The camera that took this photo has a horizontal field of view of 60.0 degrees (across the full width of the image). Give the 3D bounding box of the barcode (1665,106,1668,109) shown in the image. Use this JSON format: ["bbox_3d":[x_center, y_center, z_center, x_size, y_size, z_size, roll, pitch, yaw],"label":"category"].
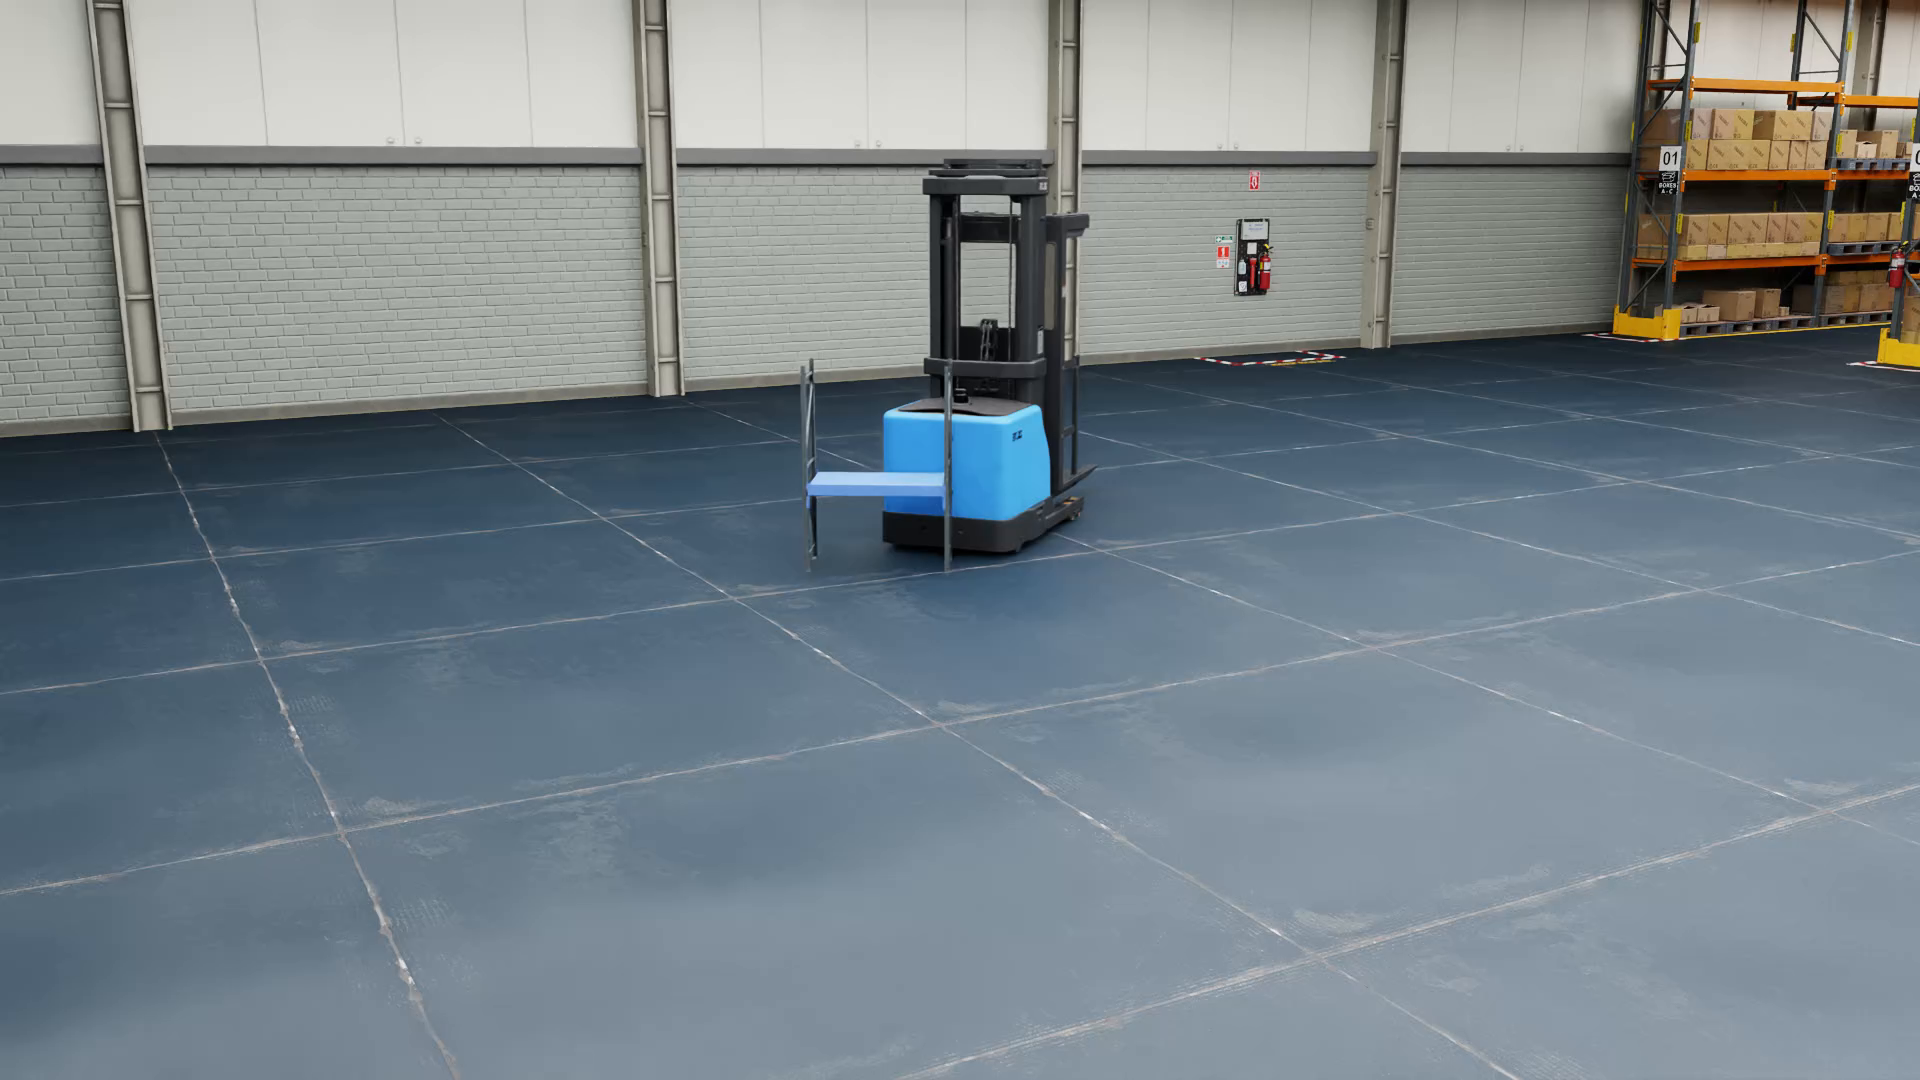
[{"bbox_3d":[12.197,-7.458,28.712,0.075,0.075,0.001,-7,14,-28],"label":"barcode"}]

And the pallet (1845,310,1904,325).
[{"bbox_3d":[17.079,-4.266,31.584,1.213,0.211,1.003,-7,14,-28],"label":"pallet"}]

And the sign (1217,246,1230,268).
[{"bbox_3d":[4.025,-4.330,25.435,0.234,0.329,0.001,-7,14,-28],"label":"sign"}]

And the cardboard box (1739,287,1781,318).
[{"bbox_3d":[14.433,-4.293,30.045,0.500,0.500,0.500,-8,15,-32],"label":"cardboard box"}]

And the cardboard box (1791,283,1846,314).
[{"bbox_3d":[15.962,-4.491,30.922,0.500,0.500,0.700,-6,14,-26],"label":"cardboard box"}]

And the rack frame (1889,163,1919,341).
[{"bbox_3d":[14.190,-4.040,24.228,0.127,3.000,1.000,-7,14,-28],"label":"rack frame"}]

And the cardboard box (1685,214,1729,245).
[{"bbox_3d":[12.815,-5.339,28.588,0.500,0.500,0.500,-7,14,-28],"label":"cardboard box"}]

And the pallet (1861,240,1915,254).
[{"bbox_3d":[17.117,-5.526,31.268,1.213,0.211,1.003,-7,14,-28],"label":"pallet"}]

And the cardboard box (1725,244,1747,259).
[{"bbox_3d":[13.293,-5.031,28.927,0.500,0.250,0.500,-7,15,-29],"label":"cardboard box"}]

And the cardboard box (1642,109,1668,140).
[{"bbox_3d":[12.067,-7.100,28.441,0.500,0.500,0.500,-6,14,-25],"label":"cardboard box"}]

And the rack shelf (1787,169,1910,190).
[{"bbox_3d":[17.080,-6.738,31.023,4.000,0.370,1.077,-7,14,-28],"label":"rack shelf"}]

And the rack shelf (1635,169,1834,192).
[{"bbox_3d":[13.569,-6.317,29.153,4.000,0.370,1.077,-7,14,-28],"label":"rack shelf"}]

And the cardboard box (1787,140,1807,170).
[{"bbox_3d":[14.550,-6.785,29.322,0.500,0.500,0.500,-8,15,-33],"label":"cardboard box"}]

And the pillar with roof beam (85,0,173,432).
[{"bbox_3d":[-6.990,-4.807,13.972,0.400,9.000,9.100,-7,14,-28],"label":"pillar with roof beam"}]

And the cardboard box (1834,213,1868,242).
[{"bbox_3d":[16.281,-5.783,30.742,0.500,0.500,0.700,-5,14,-22],"label":"cardboard box"}]

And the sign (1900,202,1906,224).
[{"bbox_3d":[13.942,-4.826,24.546,0.005,0.325,0.100,-7,14,-28],"label":"sign"}]

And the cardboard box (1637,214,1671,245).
[{"bbox_3d":[12.125,-5.387,28.802,0.500,0.500,0.500,-7,14,-28],"label":"cardboard box"}]

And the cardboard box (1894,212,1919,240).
[{"bbox_3d":[17.950,-5.984,31.636,0.500,0.500,0.700,-8,15,-33],"label":"cardboard box"}]

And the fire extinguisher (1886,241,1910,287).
[{"bbox_3d":[13.864,-4.079,24.579,0.183,0.674,0.296,-7,14,-28],"label":"fire extinguisher"}]

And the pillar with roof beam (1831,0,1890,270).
[{"bbox_3d":[19.342,-7.963,27.996,0.400,9.000,9.100,-7,14,-28],"label":"pillar with roof beam"}]

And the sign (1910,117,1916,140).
[{"bbox_3d":[13.942,-6.003,24.281,0.005,0.325,0.100,-7,14,-28],"label":"sign"}]

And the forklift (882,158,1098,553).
[{"bbox_3d":[0.400,-1.613,13.600,1.130,2.935,3.031,5,14,20],"label":"forklift"}]

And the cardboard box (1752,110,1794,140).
[{"bbox_3d":[14.085,-7.203,28.901,0.500,0.500,0.500,-7,15,-30],"label":"cardboard box"}]

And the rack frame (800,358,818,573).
[{"bbox_3d":[-1.101,-0.550,12.137,0.032,1.500,0.500,1,13,3],"label":"rack frame"}]

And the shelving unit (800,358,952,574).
[{"bbox_3d":[-0.593,-0.545,12.114,1.048,1.500,0.538,1,13,3],"label":"shelving unit"}]

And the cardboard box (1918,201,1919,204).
[{"bbox_3d":[19.109,-6.503,32.514,0.500,0.250,0.500,-6,14,-26],"label":"cardboard box"}]

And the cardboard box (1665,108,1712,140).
[{"bbox_3d":[12.268,-6.998,27.988,0.500,0.500,0.500,-8,15,-32],"label":"cardboard box"}]

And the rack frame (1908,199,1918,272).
[{"bbox_3d":[18.835,-5.836,32.208,0.127,3.000,1.000,-7,14,-28],"label":"rack frame"}]

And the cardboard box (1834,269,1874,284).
[{"bbox_3d":[16.802,-4.959,31.295,0.500,0.250,0.500,-7,15,-29],"label":"cardboard box"}]

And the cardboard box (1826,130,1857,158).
[{"bbox_3d":[15.843,-7.174,30.139,0.500,0.500,0.500,-5,13,-20],"label":"cardboard box"}]

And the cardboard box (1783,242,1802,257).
[{"bbox_3d":[14.613,-5.192,29.645,0.500,0.250,0.500,-7,14,-28],"label":"cardboard box"}]

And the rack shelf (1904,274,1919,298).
[{"bbox_3d":[15.946,-3.899,25.242,4.000,0.370,1.077,-7,14,-28],"label":"rack shelf"}]

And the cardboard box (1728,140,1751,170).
[{"bbox_3d":[13.169,-6.608,28.534,0.500,0.500,0.500,-6,14,-25],"label":"cardboard box"}]

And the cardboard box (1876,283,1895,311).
[{"bbox_3d":[17.298,-4.655,31.655,0.500,0.500,0.700,-7,14,-28],"label":"cardboard box"}]

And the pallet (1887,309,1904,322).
[{"bbox_3d":[18.149,-4.393,32.150,1.213,0.211,1.003,-7,14,-28],"label":"pallet"}]

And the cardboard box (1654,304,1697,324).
[{"bbox_3d":[12.464,-3.952,28.961,0.500,0.311,0.500,-9,15,-34],"label":"cardboard box"}]

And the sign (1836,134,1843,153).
[{"bbox_3d":[15.591,-7.027,29.491,0.005,0.325,0.100,-7,14,-28],"label":"sign"}]

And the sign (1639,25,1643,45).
[{"bbox_3d":[11.565,-8.563,28.174,0.005,0.325,0.100,-7,14,-28],"label":"sign"}]

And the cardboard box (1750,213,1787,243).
[{"bbox_3d":[14.175,-5.503,29.320,0.500,0.500,0.500,-7,15,-29],"label":"cardboard box"}]

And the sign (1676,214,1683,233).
[{"bbox_3d":[12.074,-5.312,27.909,0.005,0.325,0.100,-7,14,-28],"label":"sign"}]

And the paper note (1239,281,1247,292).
[{"bbox_3d":[4.371,-3.915,25.682,0.142,0.148,0.016,-7,14,-28],"label":"paper note"}]
